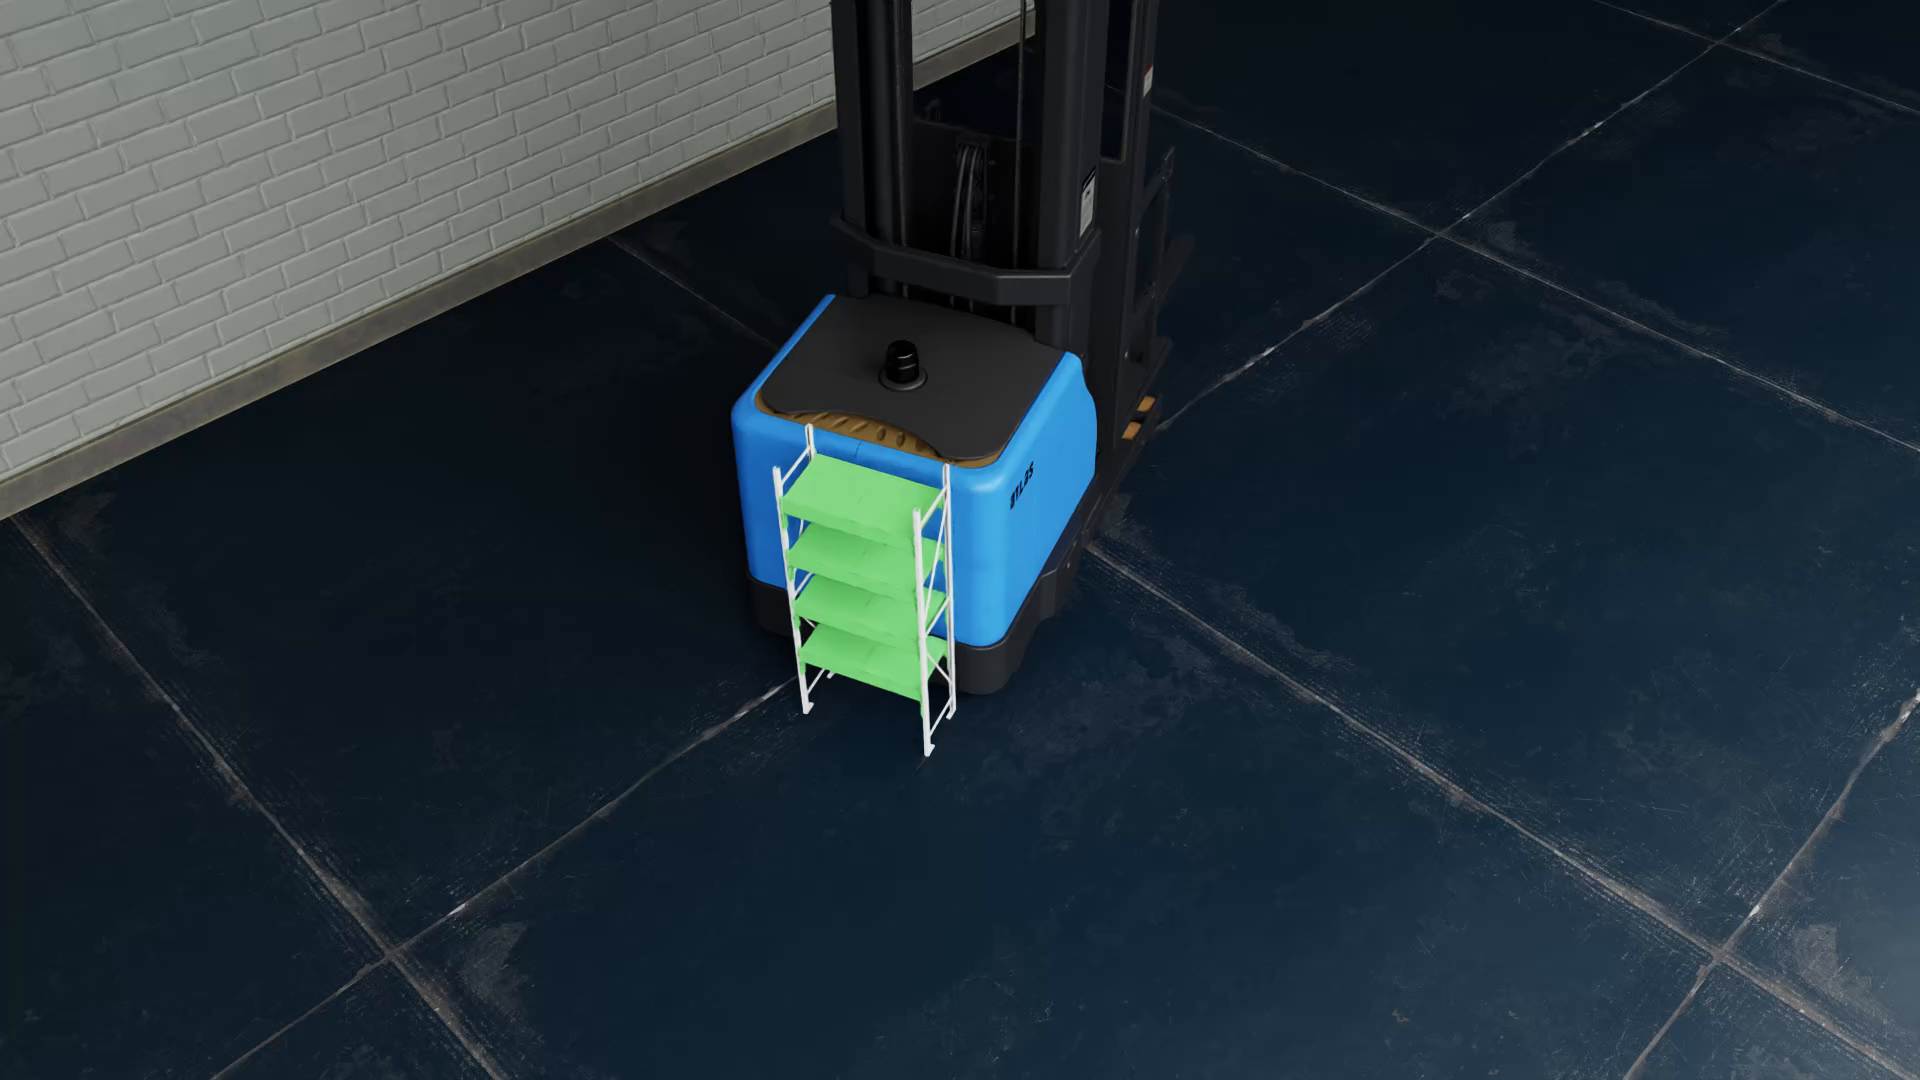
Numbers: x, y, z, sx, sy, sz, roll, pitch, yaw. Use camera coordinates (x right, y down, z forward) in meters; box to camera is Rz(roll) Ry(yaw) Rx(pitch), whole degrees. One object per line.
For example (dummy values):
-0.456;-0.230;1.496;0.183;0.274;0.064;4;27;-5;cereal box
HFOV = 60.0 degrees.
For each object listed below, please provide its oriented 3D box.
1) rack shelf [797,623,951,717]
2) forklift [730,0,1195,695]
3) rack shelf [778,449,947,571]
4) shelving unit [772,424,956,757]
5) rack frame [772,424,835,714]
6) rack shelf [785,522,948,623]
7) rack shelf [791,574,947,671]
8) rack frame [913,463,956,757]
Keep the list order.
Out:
-0.298;0.414;5.859;0.480;0.148;0.258;17;47;18;rack shelf
0.235;-1.524;6.240;1.130;2.935;3.031;16;45;17;forklift
-0.308;-0.099;5.353;0.480;0.148;0.258;17;47;18;rack shelf
-0.302;0.197;5.645;0.503;1.200;0.258;17;47;18;shelving unit
-0.525;0.129;5.719;0.015;1.200;0.240;17;47;18;rack frame
-0.305;0.072;5.522;0.480;0.148;0.258;17;47;18;rack shelf
-0.301;0.243;5.690;0.480;0.148;0.258;17;47;18;rack shelf
-0.080;0.265;5.572;0.015;1.200;0.240;17;47;18;rack frame
